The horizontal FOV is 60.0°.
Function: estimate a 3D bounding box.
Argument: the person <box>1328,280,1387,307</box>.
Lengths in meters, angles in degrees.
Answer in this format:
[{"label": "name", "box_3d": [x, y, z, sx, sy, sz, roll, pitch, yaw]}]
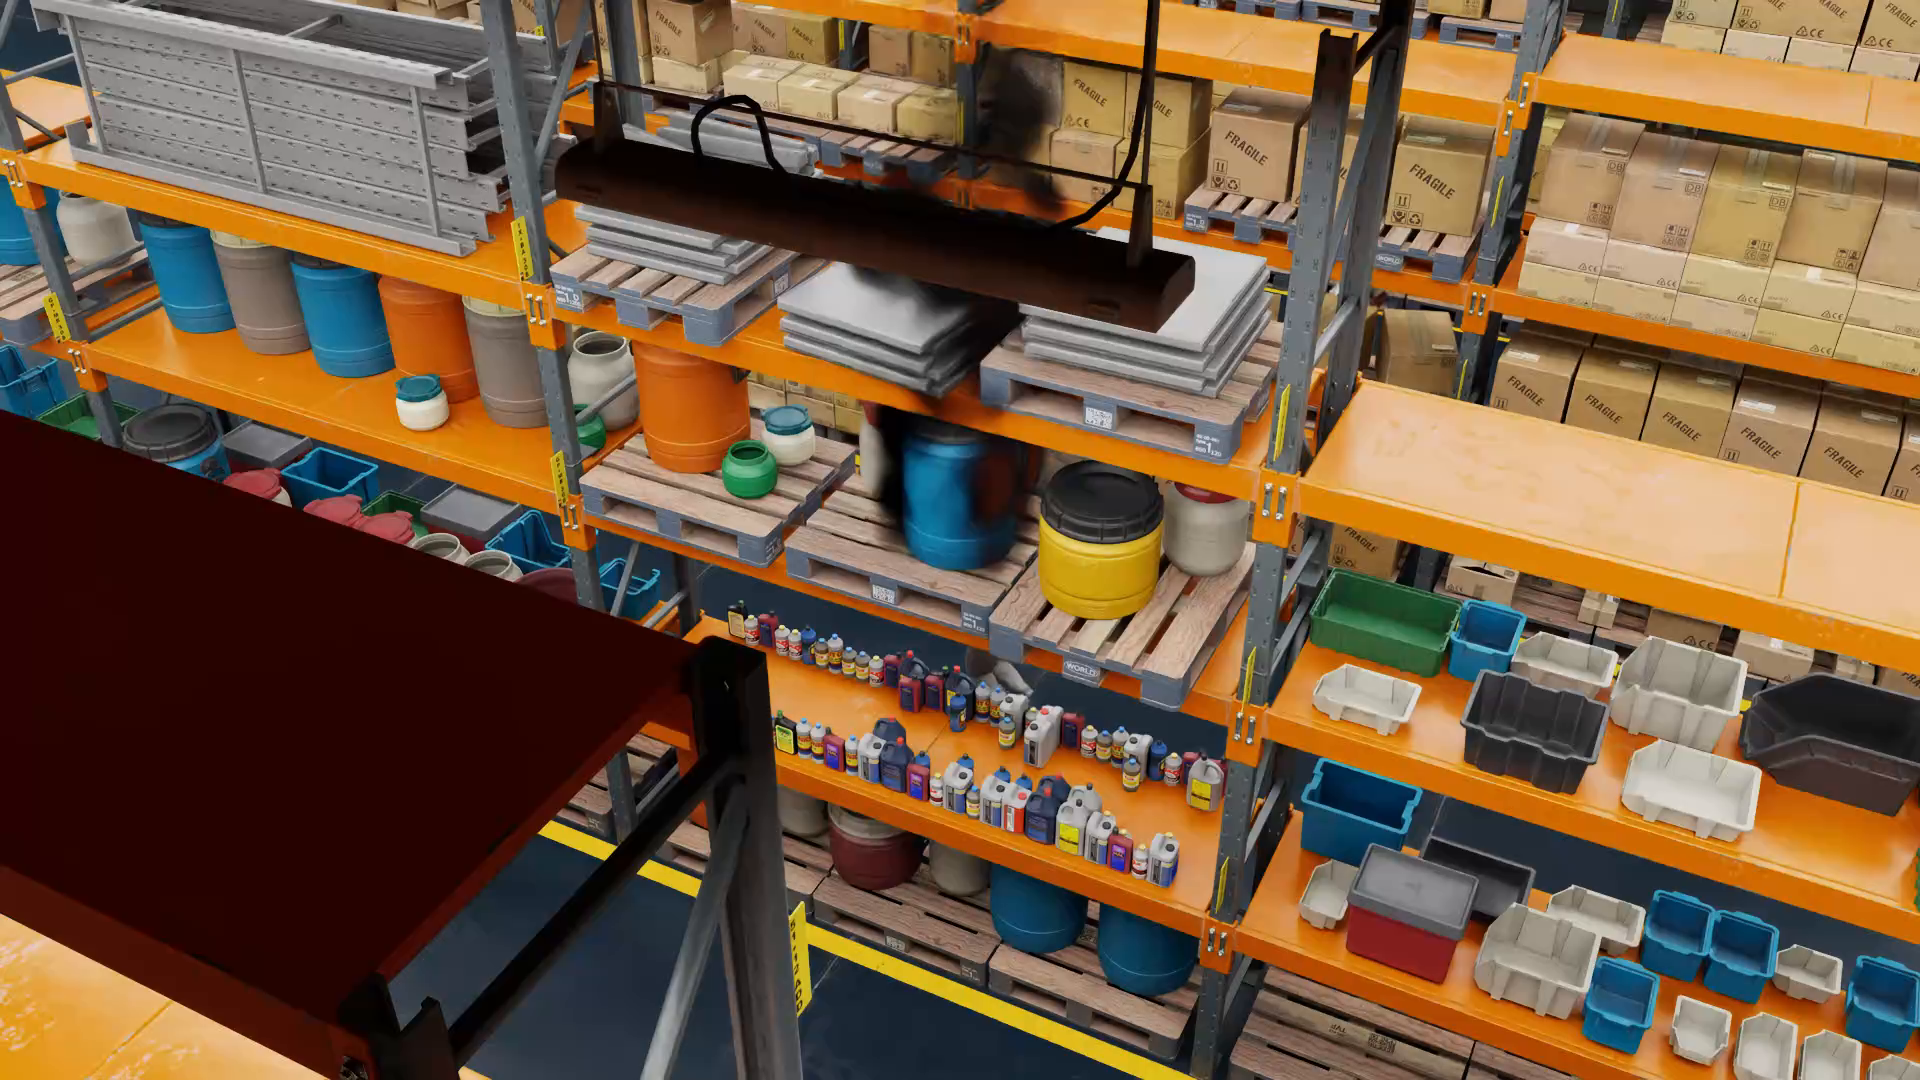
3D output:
[{"label": "person", "box_3d": [3.437, -1.777, 14.870, 0.872, 1.809, 0.672, 12, 37, 17]}]

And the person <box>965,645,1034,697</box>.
[{"label": "person", "box_3d": [0.205, 0.567, 11.551, 0.602, 1.739, 0.681, 19, 39, 25]}]
